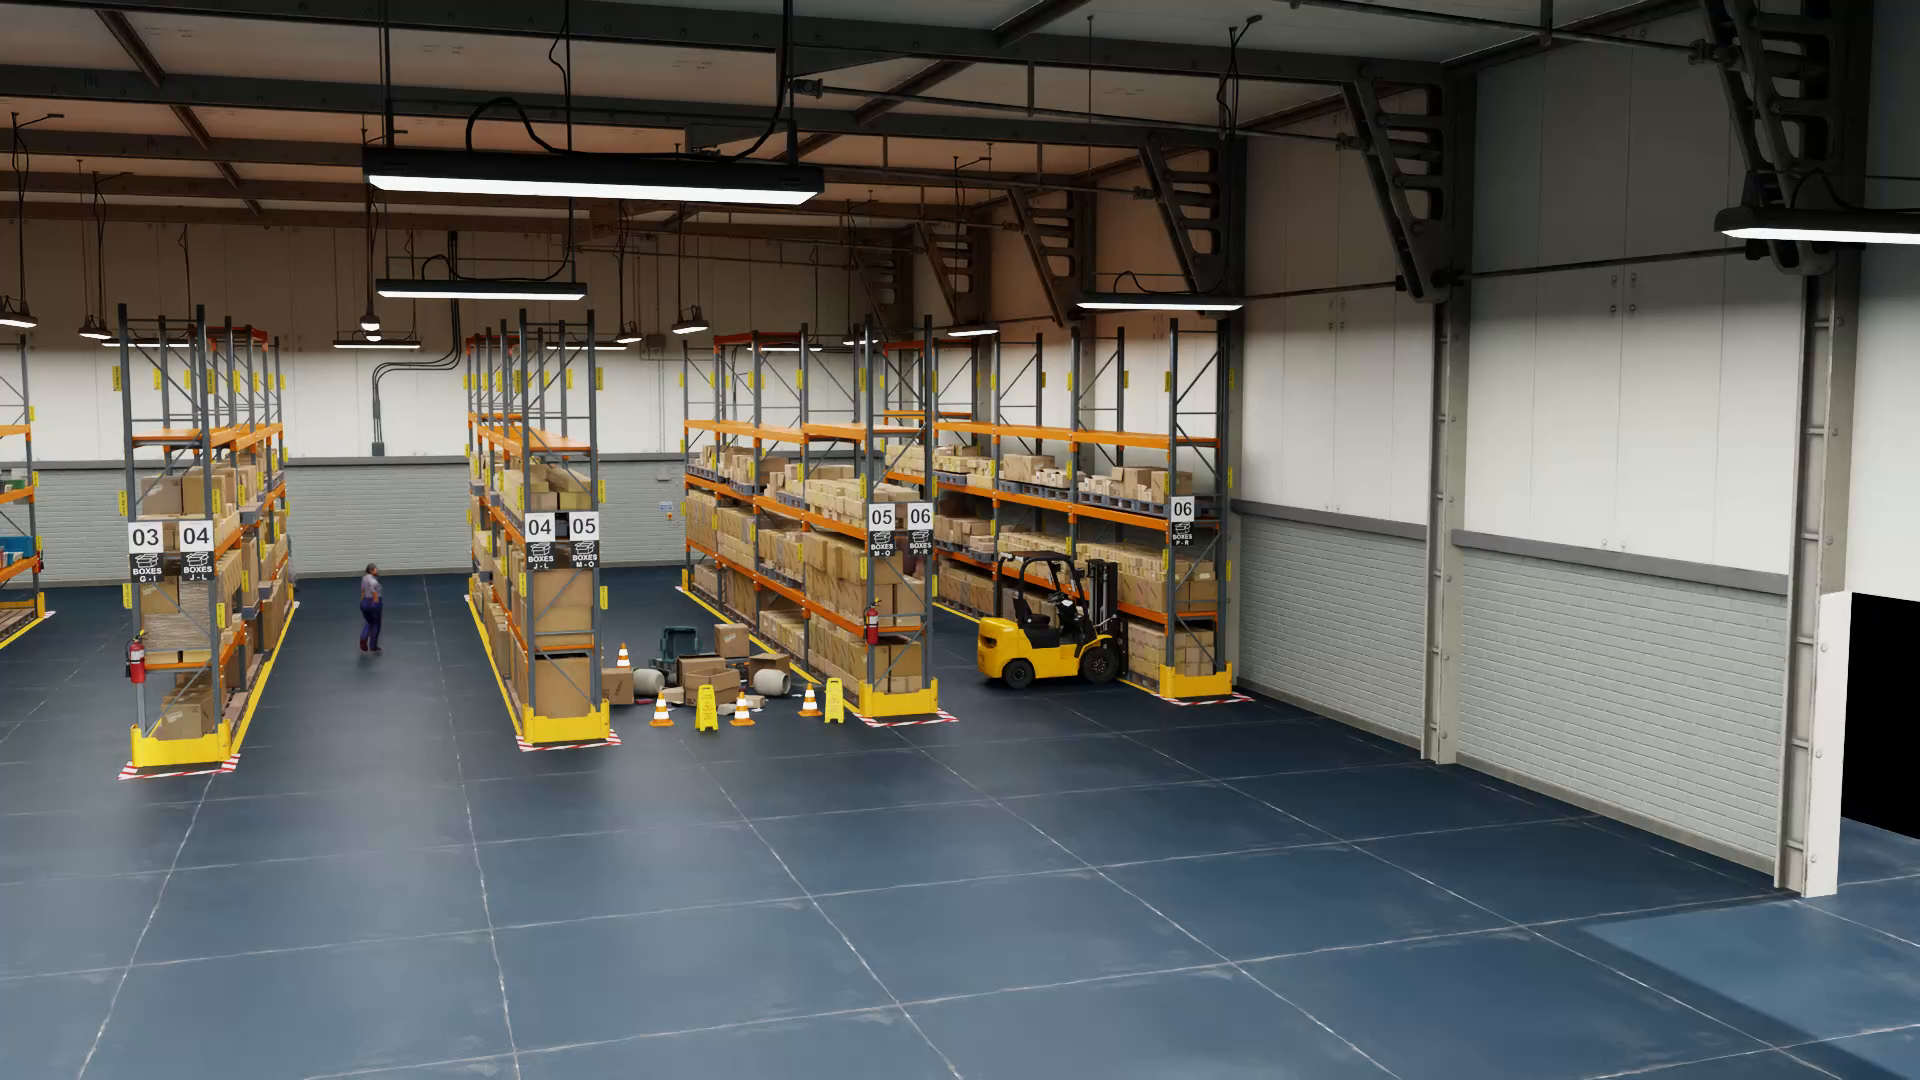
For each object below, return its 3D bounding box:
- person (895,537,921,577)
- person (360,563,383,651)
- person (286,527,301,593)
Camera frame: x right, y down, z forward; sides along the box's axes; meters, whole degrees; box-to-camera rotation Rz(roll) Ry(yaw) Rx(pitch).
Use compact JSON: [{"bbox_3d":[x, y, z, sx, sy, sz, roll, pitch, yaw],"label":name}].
[{"bbox_3d":[-1.134,0.520,35.072,0.533,1.876,0.611,-4,7,-36],"label":"person"},{"bbox_3d":[-10.914,1.252,30.882,0.484,1.638,0.419,2,6,20],"label":"person"},{"bbox_3d":[-16.060,0.422,39.456,1.027,1.681,0.535,4,7,40],"label":"person"}]
